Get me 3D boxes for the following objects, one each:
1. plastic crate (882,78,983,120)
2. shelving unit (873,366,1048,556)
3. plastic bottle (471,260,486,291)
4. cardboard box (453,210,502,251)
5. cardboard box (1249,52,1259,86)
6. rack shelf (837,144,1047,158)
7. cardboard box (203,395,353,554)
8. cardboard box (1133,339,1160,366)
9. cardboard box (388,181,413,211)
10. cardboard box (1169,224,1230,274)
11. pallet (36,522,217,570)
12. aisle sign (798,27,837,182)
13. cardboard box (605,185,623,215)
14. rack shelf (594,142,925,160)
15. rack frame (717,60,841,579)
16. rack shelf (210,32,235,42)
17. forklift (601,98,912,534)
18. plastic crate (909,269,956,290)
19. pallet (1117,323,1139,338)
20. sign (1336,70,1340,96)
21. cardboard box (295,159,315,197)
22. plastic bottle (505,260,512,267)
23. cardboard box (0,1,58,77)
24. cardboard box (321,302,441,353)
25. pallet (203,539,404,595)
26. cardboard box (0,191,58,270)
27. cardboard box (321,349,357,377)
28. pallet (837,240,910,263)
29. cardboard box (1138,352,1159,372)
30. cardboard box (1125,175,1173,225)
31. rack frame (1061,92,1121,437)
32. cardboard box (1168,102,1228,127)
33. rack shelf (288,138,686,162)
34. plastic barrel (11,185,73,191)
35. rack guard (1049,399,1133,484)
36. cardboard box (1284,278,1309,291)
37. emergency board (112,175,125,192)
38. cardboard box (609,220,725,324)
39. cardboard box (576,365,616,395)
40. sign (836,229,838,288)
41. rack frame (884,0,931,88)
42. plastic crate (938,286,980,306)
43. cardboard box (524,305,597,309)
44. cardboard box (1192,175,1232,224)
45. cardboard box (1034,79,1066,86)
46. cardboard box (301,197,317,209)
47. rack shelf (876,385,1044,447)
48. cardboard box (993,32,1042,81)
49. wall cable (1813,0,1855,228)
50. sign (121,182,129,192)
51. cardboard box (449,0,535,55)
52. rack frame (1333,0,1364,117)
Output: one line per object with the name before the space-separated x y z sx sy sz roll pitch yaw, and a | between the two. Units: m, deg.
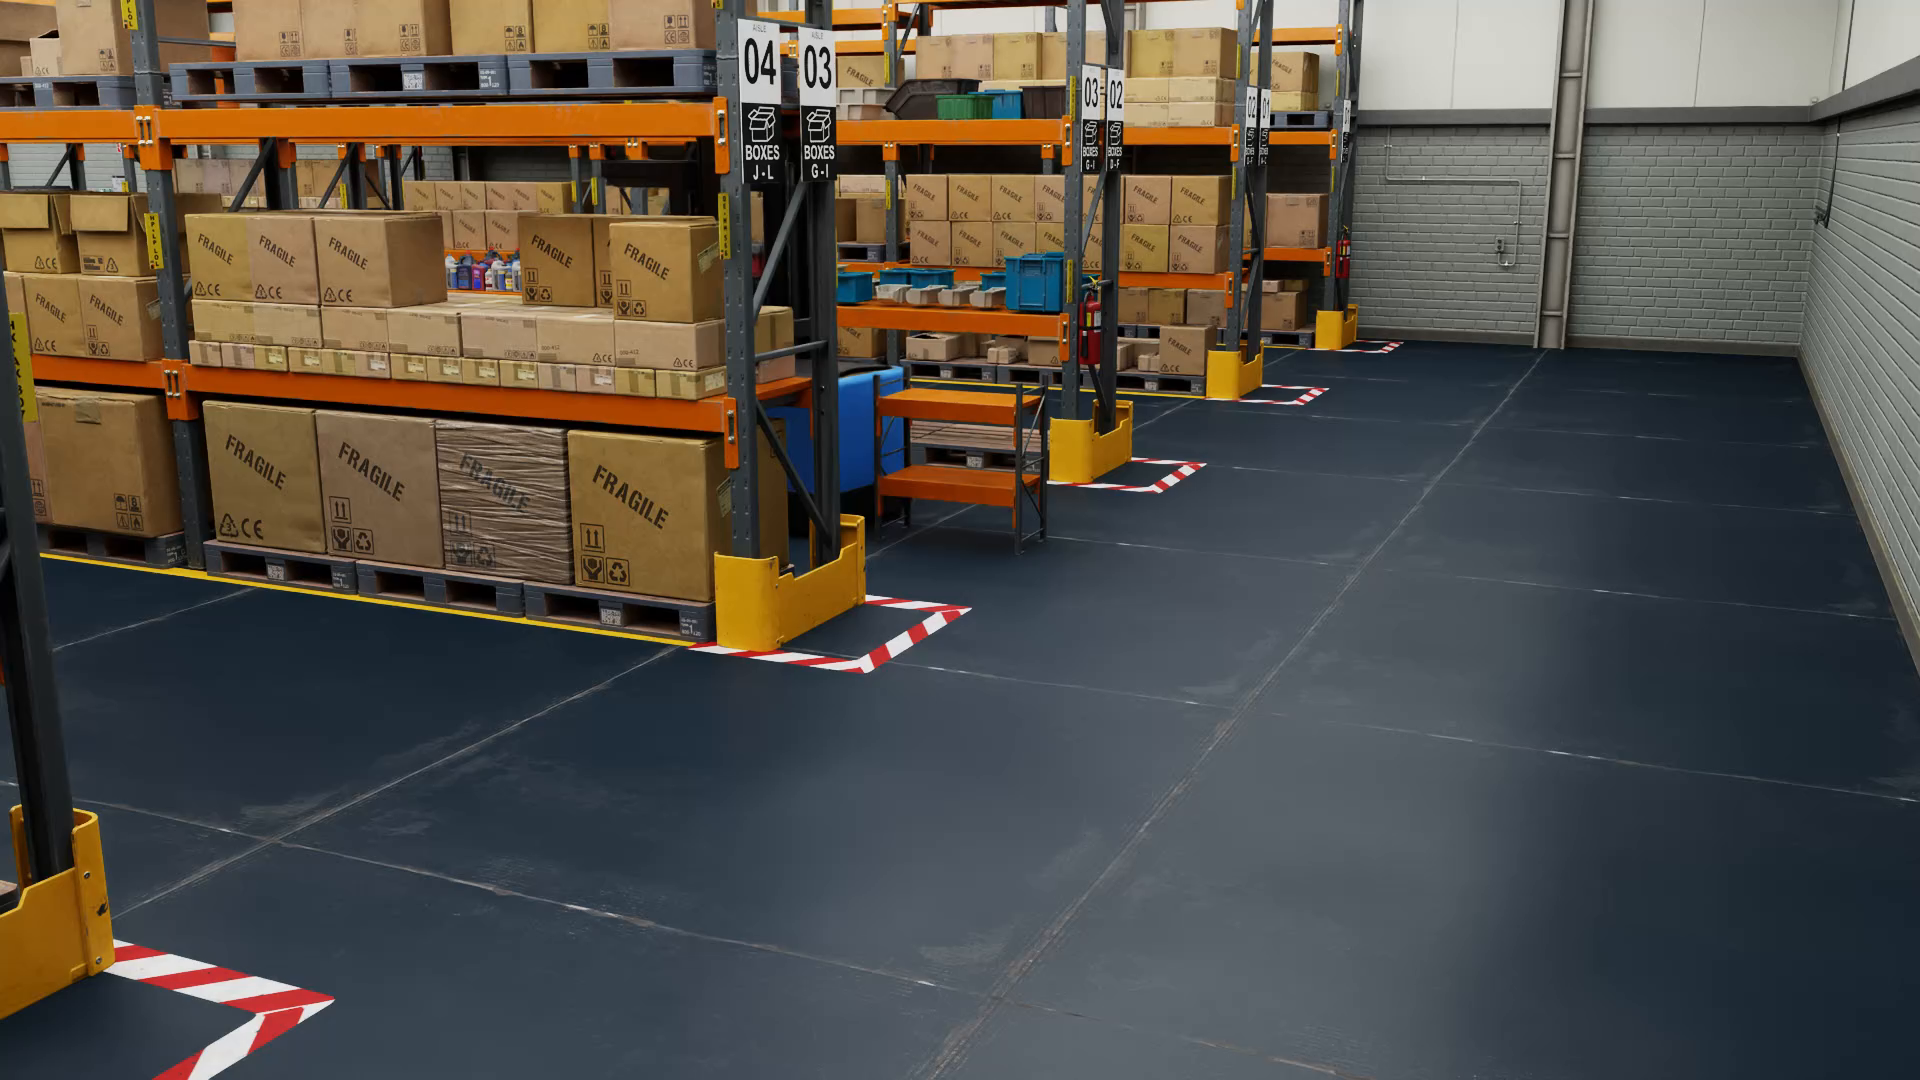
plastic crate | -0.226 -3.669 13.894 0.767 0.338 0.504 6 14 23
shelving unit | 0.006 -0.547 11.124 1.048 1.125 0.538 6 14 23
plastic bottle | -4.449 -2.448 15.379 0.133 0.283 0.061 6 14 23
cardboard box | -6.267 -4.064 21.788 0.500 0.500 0.500 6 14 23
cardboard box | 3.840 -6.174 21.983 0.500 0.500 0.500 6 15 25
rack shelf | -0.413 -5.774 24.306 4.000 0.370 1.077 6 14 23
cardboard box | -4.033 -0.468 10.414 0.875 0.875 0.875 6 14 23
cardboard box | 2.230 -2.106 18.718 0.500 0.250 0.500 6 14 23
cardboard box | -9.242 -5.785 27.983 0.500 0.500 0.500 6 14 23
cardboard box | 2.550 -3.107 17.713 0.500 0.500 0.500 6 15 25
pallet | -5.340 -0.074 11.107 1.213 0.211 1.003 6 14 23
aisle sign | -0.759 -2.327 8.915 0.004 0.787 0.394 6 14 23
cardboard box | -5.448 -5.428 26.640 0.500 0.500 0.700 6 14 23
rack shelf | -2.416 -4.739 19.895 4.000 0.370 1.077 6 14 23
rack frame | -0.947 -1.005 8.973 0.127 3.000 1.000 6 14 23
rack shelf | -9.731 -6.745 22.753 4.000 0.370 1.077 6 14 23
forklift | -1.860 -1.703 12.097 3.031 2.935 1.130 8 16 32
plastic crate | -0.237 -2.201 14.304 0.300 0.233 0.416 6 14 23
pallet | 2.079 -3.035 23.727 1.213 0.211 1.003 6 14 23
sign | 4.840 -5.850 21.288 0.005 0.325 0.100 6 14 23
cardboard box | -8.773 -4.951 22.730 0.500 0.500 0.700 6 14 23
plastic bottle | -4.186 -2.459 15.448 0.097 0.271 0.097 0 13 0
cardboard box | -6.385 -3.276 10.939 0.637 0.503 0.797 6 14 22
cardboard box | -3.352 -1.255 9.716 0.500 0.250 0.500 6 15 25
pallet | -3.940 0.069 10.500 1.213 0.211 1.003 6 14 23
cardboard box | -6.388 -2.090 11.181 0.637 0.503 0.797 6 15 25
cardboard box | -3.512 -1.060 9.757 0.250 0.149 0.380 6 14 22
pallet | -1.274 -3.448 19.801 1.213 0.211 1.003 6 14 23
cardboard box | 2.139 -1.964 18.298 0.250 0.166 0.380 6 14 23
cardboard box | 2.089 -3.640 17.793 0.500 0.500 0.500 6 15 25
rack frame | 1.060 -2.040 13.382 0.127 3.000 1.000 6 14 23
cardboard box | 2.493 -4.454 17.432 0.500 0.250 0.500 6 14 23
rack shelf | -4.426 -3.705 15.488 4.000 0.370 1.077 6 14 23
plastic barrel | -9.681 -3.295 17.635 0.708 0.901 0.600 6 14 23
rack guard | 1.087 -0.823 13.670 0.348 0.500 1.175 6 14 23
cardboard box | 4.587 -3.487 22.680 0.250 0.149 0.380 6 14 24
emergency board | -16.296 -6.497 32.378 0.643 1.169 0.194 6 14 23
cardboard box | -1.498 -1.432 8.829 0.500 0.500 0.500 6 14 24
cardboard box | -1.874 -0.895 9.051 0.250 0.149 0.380 6 14 23
sign | -0.716 -1.581 9.357 0.005 0.325 0.100 6 14 23
rack frame | -0.588 -6.365 18.682 0.127 3.000 1.000 6 14 23
plastic crate | -0.018 -2.008 13.693 0.243 0.136 0.396 6 14 23
cardboard box | -2.212 -1.272 9.787 0.500 0.250 0.500 5 14 21
cardboard box | 2.770 -3.706 18.074 0.500 0.500 0.500 6 15 25
cardboard box | 1.124 -4.837 17.972 0.500 0.250 0.500 6 14 23
cardboard box | -8.703 -4.576 22.553 0.250 0.149 0.380 5 14 22
rack shelf | 0.006 -0.832 11.057 1.000 0.278 0.538 6 14 23
cardboard box | 0.732 -5.282 18.226 0.500 0.500 0.700 6 14 23
wall cable | 10.099 -4.920 19.322 0.112 2.526 3.097 6 14 23
sign | -11.790 -4.899 23.499 0.005 0.325 0.100 6 14 23
cardboard box | -2.402 -2.919 9.207 0.500 0.500 0.700 5 14 19
rack frame | 5.072 -7.030 21.515 0.127 3.000 1.000 6 14 23
